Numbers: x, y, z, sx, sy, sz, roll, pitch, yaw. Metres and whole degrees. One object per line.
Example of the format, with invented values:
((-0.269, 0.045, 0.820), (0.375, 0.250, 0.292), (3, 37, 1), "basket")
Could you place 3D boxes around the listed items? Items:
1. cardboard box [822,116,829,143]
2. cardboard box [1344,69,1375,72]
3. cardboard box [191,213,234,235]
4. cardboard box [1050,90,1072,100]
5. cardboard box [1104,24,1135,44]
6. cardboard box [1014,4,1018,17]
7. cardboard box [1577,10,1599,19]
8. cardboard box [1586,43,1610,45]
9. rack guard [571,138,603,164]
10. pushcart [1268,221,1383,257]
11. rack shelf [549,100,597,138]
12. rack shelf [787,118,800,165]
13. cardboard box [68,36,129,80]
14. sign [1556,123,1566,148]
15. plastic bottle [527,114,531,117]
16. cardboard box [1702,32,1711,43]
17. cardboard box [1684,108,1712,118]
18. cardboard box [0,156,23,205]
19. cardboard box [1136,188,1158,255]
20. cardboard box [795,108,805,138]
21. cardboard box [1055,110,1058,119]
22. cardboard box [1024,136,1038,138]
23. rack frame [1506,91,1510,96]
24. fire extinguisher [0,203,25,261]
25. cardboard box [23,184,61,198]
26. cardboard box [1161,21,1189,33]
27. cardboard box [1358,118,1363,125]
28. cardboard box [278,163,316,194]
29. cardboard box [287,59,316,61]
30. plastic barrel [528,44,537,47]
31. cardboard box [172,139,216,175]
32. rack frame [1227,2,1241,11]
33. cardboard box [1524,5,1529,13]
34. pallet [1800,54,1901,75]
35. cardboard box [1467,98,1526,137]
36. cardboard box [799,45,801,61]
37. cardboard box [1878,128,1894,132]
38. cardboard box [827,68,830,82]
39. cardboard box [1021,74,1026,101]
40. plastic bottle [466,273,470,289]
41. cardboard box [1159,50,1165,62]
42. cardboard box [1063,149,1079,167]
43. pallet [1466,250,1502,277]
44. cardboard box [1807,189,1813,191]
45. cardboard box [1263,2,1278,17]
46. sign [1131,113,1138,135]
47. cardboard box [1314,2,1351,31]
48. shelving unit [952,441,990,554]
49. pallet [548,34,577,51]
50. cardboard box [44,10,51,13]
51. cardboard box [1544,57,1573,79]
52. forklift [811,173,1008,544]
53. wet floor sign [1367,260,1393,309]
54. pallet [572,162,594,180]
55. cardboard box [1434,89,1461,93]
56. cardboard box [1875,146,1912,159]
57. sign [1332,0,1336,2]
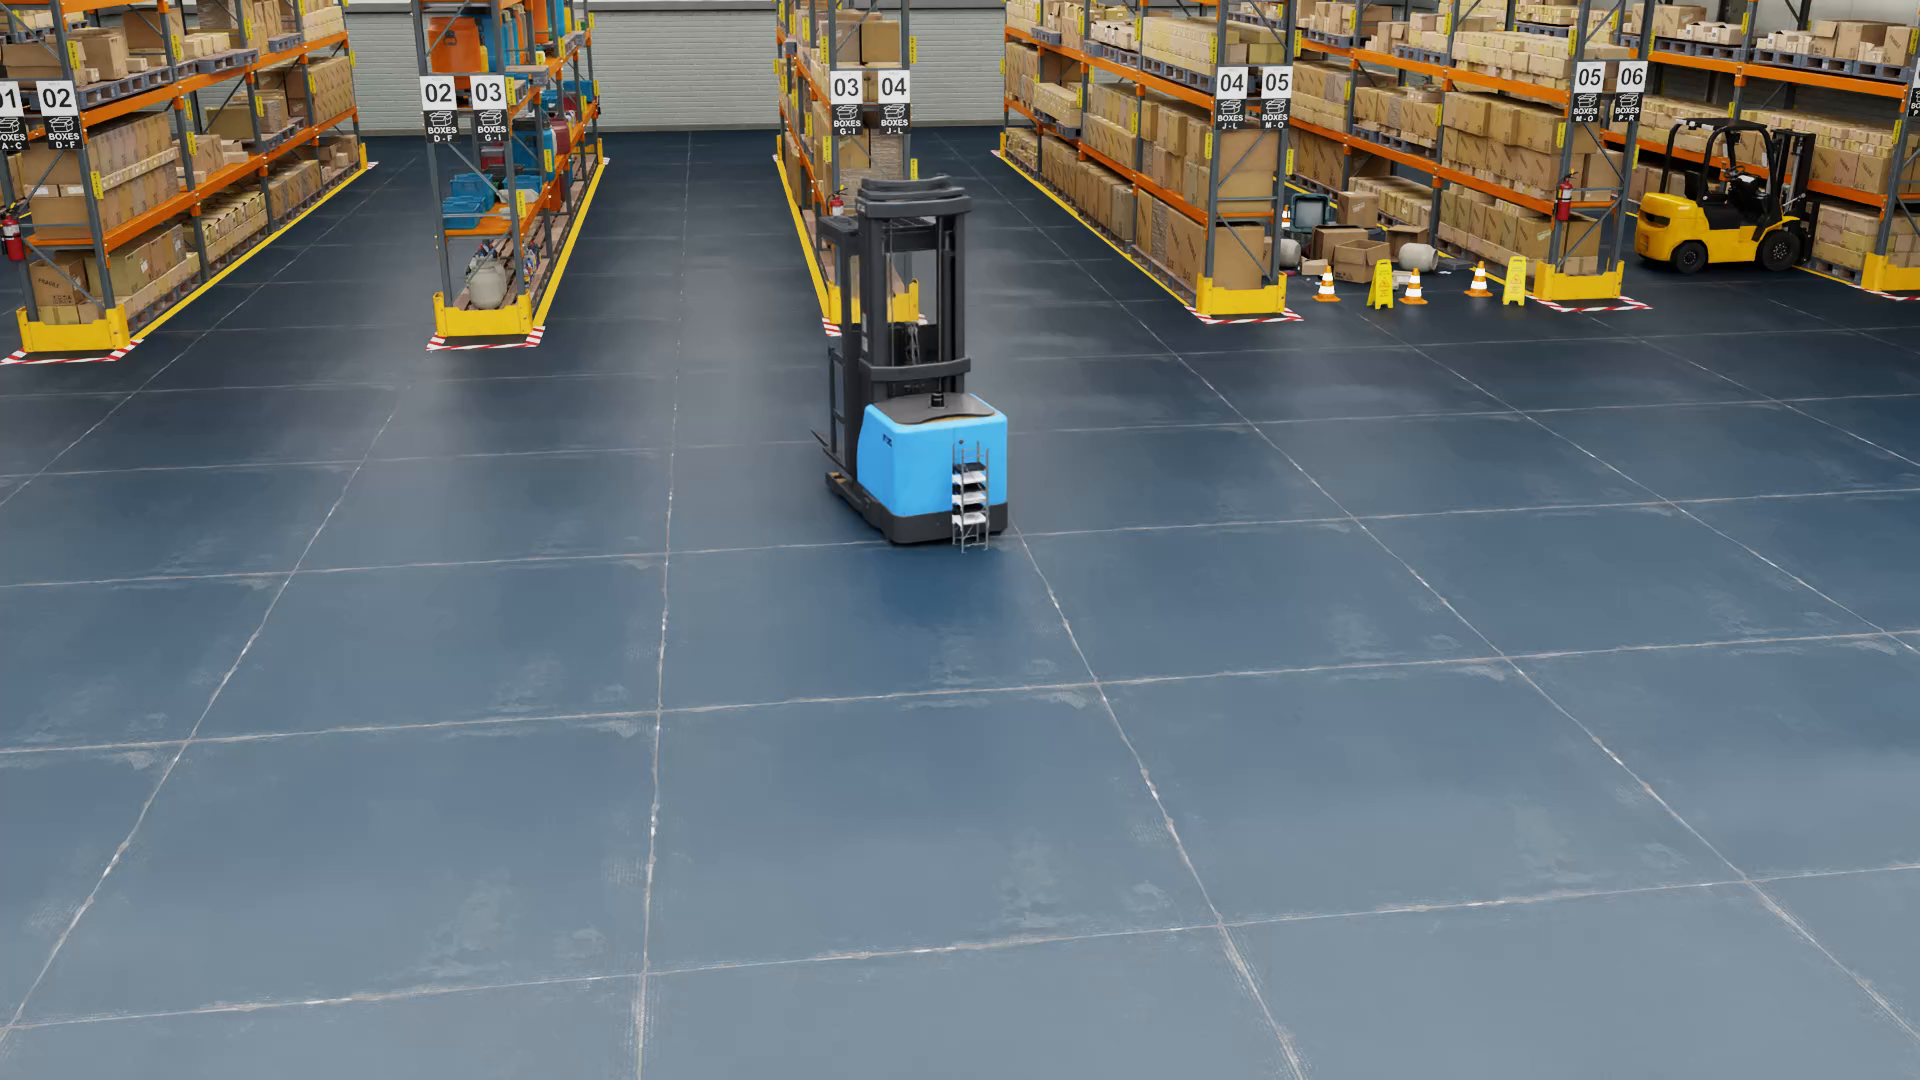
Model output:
((-1.606, -5.479, 22.602), (0.500, 0.500, 0.500), (-3, 21, -8), "cardboard box")
((7.549, -8.620, 31.436), (0.500, 0.500, 0.500), (-2, 21, -6), "cardboard box")
((-11.470, -4.867, 25.488), (0.500, 0.311, 0.500), (-4, 21, -10), "cardboard box")
((1.890, -8.328, 31.135), (0.380, 0.149, 0.250), (-2, 21, -6), "cardboard box")
((2.668, -8.280, 27.194), (0.500, 0.311, 0.500), (-3, 21, -9), "cardboard box")
((1.425, -11.103, 34.870), (0.500, 0.250, 0.500), (-3, 21, -7), "cardboard box")
((11.940, -9.949, 31.499), (0.380, 0.149, 0.250), (-3, 21, -9), "cardboard box")
((8.833, -6.862, 23.233), (0.380, 0.149, 0.250), (-3, 21, -8), "cardboard box")
((-8.358, -8.427, 36.065), (1.175, 0.500, 0.348), (-3, 21, -8), "rack guard")
((5.847, -4.825, 26.594), (1.648, 0.377, 0.936), (-11, 23, -26), "pushcart")
((-8.054, -8.561, 33.879), (1.077, 0.370, 4.000), (-3, 21, -8), "rack shelf")
((-2.576, -7.426, 30.839), (1.077, 0.370, 4.000), (-3, 21, -8), "rack shelf")
((-10.907, -6.105, 21.045), (0.500, 0.500, 0.500), (-3, 21, -8), "cardboard box")
((8.120, -5.470, 22.468), (0.100, 0.325, 0.005), (-3, 21, -8), "sign")
((-8.033, -7.798, 30.990), (0.097, 0.271, 0.097), (0, 20, 0), "plastic bottle")
((12.548, -8.333, 27.570), (0.380, 0.149, 0.250), (-3, 21, -8), "cardboard box")
((12.555, -7.249, 28.267), (0.380, 0.149, 0.250), (-3, 21, -9), "cardboard box")
((-17.216, -6.369, 29.455), (0.750, 0.750, 0.750), (-2, 21, -6), "cardboard box")
((3.233, -4.881, 25.433), (0.875, 0.875, 0.875), (-3, 21, -7), "cardboard box")
((-2.670, -7.449, 29.729), (0.500, 0.500, 0.500), (-3, 21, -8), "cardboard box")
((1.965, -7.867, 30.751), (0.380, 0.149, 0.250), (-4, 21, -10), "cardboard box")
((1.561, -8.460, 35.204), (0.380, 0.149, 0.250), (-3, 21, -8), "cardboard box")
((11.854, -9.207, 34.580), (1.000, 3.000, 0.127), (-3, 21, -8), "rack frame")
((-11.380, -3.702, 19.951), (0.296, 0.674, 0.183), (-3, 21, -8), "fire extinguisher")
((-11.181, -4.276, 20.307), (0.380, 0.149, 0.250), (-3, 21, -9), "cardboard box")
((3.077, -7.309, 23.688), (0.380, 0.149, 0.250), (-3, 21, -7), "cardboard box")
((7.382, -7.527, 29.842), (0.380, 0.149, 0.250), (-4, 21, -11), "cardboard box")
((-12.250, -6.664, 30.716), (0.500, 0.500, 0.500), (-3, 21, -8), "cardboard box")
((-13.358, -9.510, 33.818), (0.500, 0.500, 0.500), (-3, 21, -7), "cardboard box")
((-7.103, -8.070, 27.471), (0.294, 0.245, 0.294), (0, 20, 0), "plastic barrel")
((-11.757, -5.857, 25.467), (0.500, 0.500, 0.500), (-3, 21, -8), "cardboard box")
((6.366, -13.151, 36.564), (1.000, 3.000, 0.127), (-3, 21, -8), "rack frame")
((11.572, -10.663, 33.382), (0.380, 0.149, 0.250), (-3, 21, -7), "cardboard box")
((13.328, -7.085, 24.739), (1.003, 0.211, 1.213), (-3, 21, -8), "pallet")
((8.042, -6.323, 24.863), (0.700, 0.500, 0.500), (-3, 21, -9), "cardboard box")
((-2.398, -8.052, 27.415), (0.500, 0.250, 0.500), (-2, 21, -6), "cardboard box")
((13.669, -5.939, 24.334), (0.380, 0.149, 0.250), (-3, 21, -7), "cardboard box")
((-1.483, -5.903, 21.090), (0.380, 0.149, 0.250), (-3, 21, -8), "cardboard box")
((1.565, -9.362, 34.427), (0.500, 0.500, 0.500), (-3, 21, -8), "cardboard box")
((-6.734, -3.560, 22.831), (0.097, 0.201, 0.097), (0, 20, 0), "plastic bottle")
((3.076, -6.936, 23.829), (0.380, 0.149, 0.250), (-3, 21, -9), "cardboard box")
((2.194, -7.061, 30.734), (0.500, 0.250, 0.500), (-3, 21, -7), "cardboard box")
((8.406, -4.225, 25.226), (1.003, 0.211, 1.213), (-3, 21, -8), "pallet")
((13.357, -5.479, 26.498), (0.500, 0.250, 0.500), (-3, 21, -9), "cardboard box")
((6.716, -11.118, 34.518), (0.797, 0.503, 0.637), (-1, 21, -4), "cardboard box")
((2.676, -6.375, 25.457), (0.100, 0.325, 0.005), (-3, 21, -8), "sign")
((6.978, -9.815, 31.177), (0.500, 0.500, 0.500), (-3, 21, -7), "cardboard box")
((0.087, -0.357, 13.885), (0.258, 0.900, 0.210), (-8, 22, -20), "shelving unit")
((-7.389, -8.863, 29.643), (1.003, 0.211, 1.213), (-3, 21, -8), "pallet")
((-17.551, -10.245, 31.472), (0.500, 0.500, 0.500), (-3, 21, -7), "cardboard box")
((8.332, -6.438, 22.669), (0.500, 0.250, 0.500), (-3, 21, -8), "cardboard box")
((-0.605, -1.824, 14.911), (1.130, 2.935, 3.031), (-8, 22, -20), "forklift")
((5.752, -3.503, 22.672), (0.267, 0.644, 0.232), (-7, 21, -17), "wet floor sign")
((-8.089, -7.575, 34.197), (1.003, 0.211, 1.213), (-3, 21, -8), "pallet")
((8.119, -7.424, 27.710), (0.380, 0.149, 0.250), (-2, 21, -5), "cardboard box")
((13.256, -5.509, 23.608), (0.380, 0.149, 0.250), (-3, 21, -7), "cardboard box")
((7.478, -10.781, 33.318), (0.100, 0.325, 0.005), (-3, 21, -8), "sign")
